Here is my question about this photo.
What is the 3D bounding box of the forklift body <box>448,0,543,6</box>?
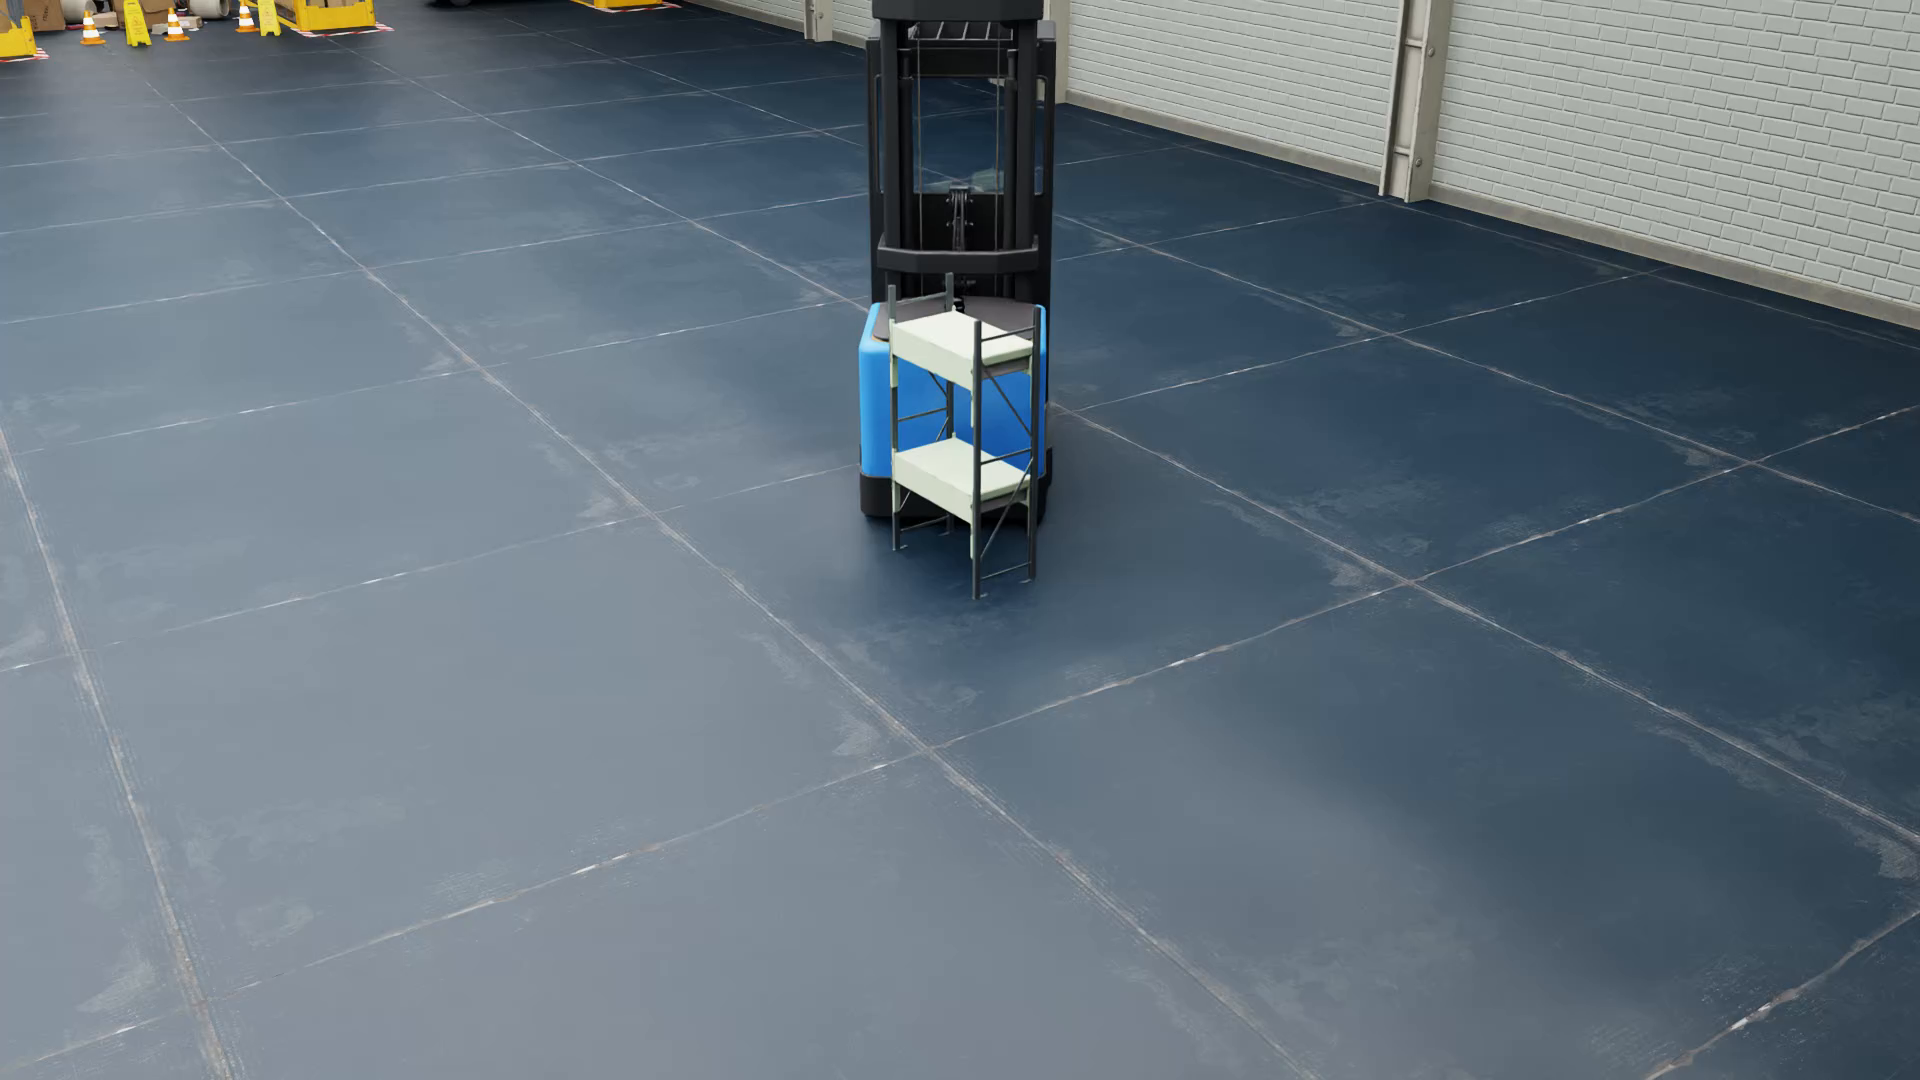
[{"bbox_3d":[-8.374,-10.602,29.189,2.313,2.155,1.214,-16,29,-30],"label":"forklift body"}]

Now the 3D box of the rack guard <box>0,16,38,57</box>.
[{"bbox_3d":[-14.046,-7.246,24.013,1.175,0.500,0.348,-16,29,-30],"label":"rack guard"}]

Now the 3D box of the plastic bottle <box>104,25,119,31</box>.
[{"bbox_3d":[-13.500,-8.146,26.434,0.283,0.061,0.133,18,31,33],"label":"plastic bottle"}]

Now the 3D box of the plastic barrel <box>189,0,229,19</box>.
[{"bbox_3d":[-12.363,-8.795,27.386,0.512,0.421,0.421,3,25,6],"label":"plastic barrel"}]

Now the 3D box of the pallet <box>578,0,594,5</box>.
[{"bbox_3d":[-6.262,-9.735,29.625,1.003,0.211,1.213,-16,29,-30],"label":"pallet"}]

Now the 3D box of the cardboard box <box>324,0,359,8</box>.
[{"bbox_3d":[-10.175,-8.874,27.263,0.500,0.250,0.500,-16,30,-30],"label":"cardboard box"}]

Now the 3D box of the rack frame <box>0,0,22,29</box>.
[{"bbox_3d":[-14.059,-8.385,23.498,1.000,3.000,0.127,-16,29,-30],"label":"rack frame"}]

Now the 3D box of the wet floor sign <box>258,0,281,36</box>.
[{"bbox_3d":[-10.759,-8.193,25.849,0.267,0.644,0.232,-6,26,-12],"label":"wet floor sign"}]

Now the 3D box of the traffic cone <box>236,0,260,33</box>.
[{"bbox_3d":[-11.282,-8.281,26.249,0.336,0.463,0.334,-16,29,-30],"label":"traffic cone"}]

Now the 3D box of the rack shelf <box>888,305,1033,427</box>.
[{"bbox_3d":[0.016,-0.896,8.476,0.431,0.370,0.720,-17,30,-32],"label":"rack shelf"}]

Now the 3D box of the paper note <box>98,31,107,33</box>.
[{"bbox_3d":[-13.470,-7.983,26.127,0.144,0.017,0.142,-6,26,-12],"label":"paper note"}]

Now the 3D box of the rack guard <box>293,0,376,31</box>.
[{"bbox_3d":[-10.008,-8.471,26.609,1.175,0.500,0.348,-16,29,-30],"label":"rack guard"}]

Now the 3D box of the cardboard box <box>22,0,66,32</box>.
[{"bbox_3d":[-14.535,-8.370,26.392,0.500,0.500,0.500,-10,27,-21],"label":"cardboard box"}]

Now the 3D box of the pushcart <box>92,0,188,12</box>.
[{"bbox_3d":[-14.033,-9.270,28.445,0.936,0.377,1.648,18,31,33],"label":"pushcart"}]

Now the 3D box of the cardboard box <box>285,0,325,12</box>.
[{"bbox_3d":[-10.646,-8.756,27.013,0.500,0.250,0.500,-16,29,-30],"label":"cardboard box"}]

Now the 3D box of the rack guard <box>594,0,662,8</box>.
[{"bbox_3d":[-5.797,-9.594,28.987,1.175,0.500,0.348,-16,29,-30],"label":"rack guard"}]

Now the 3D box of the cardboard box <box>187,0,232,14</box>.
[{"bbox_3d":[-12.705,-9.176,28.098,0.500,0.500,0.500,3,25,6],"label":"cardboard box"}]

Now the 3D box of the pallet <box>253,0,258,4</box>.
[{"bbox_3d":[-11.754,-9.512,29.153,1.003,0.211,1.213,-16,29,-30],"label":"pallet"}]

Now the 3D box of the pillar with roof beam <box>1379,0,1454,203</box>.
[{"bbox_3d":[0.784,-6.463,12.400,9.100,9.000,0.400,-16,29,-30],"label":"pillar with roof beam"}]

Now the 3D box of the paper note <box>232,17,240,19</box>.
[{"bbox_3d":[-11.960,-8.651,27.539,0.148,0.019,0.142,18,31,33],"label":"paper note"}]

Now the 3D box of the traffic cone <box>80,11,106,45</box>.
[{"bbox_3d":[-13.159,-7.759,25.143,0.336,0.463,0.334,-16,29,-30],"label":"traffic cone"}]

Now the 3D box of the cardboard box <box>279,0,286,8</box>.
[{"bbox_3d":[-10.910,-8.935,27.391,0.500,0.250,0.500,-15,29,-29],"label":"cardboard box"}]

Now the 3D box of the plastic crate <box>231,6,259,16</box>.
[{"bbox_3d":[-11.980,-8.932,28.078,0.583,0.080,0.402,18,31,33],"label":"plastic crate"}]

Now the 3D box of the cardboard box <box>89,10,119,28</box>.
[{"bbox_3d":[-13.761,-8.394,26.719,0.396,0.266,0.258,-10,27,-21],"label":"cardboard box"}]

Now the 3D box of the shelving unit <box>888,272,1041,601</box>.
[{"bbox_3d":[0.016,-0.543,8.643,0.431,1.500,0.755,-17,30,-32],"label":"shelving unit"}]

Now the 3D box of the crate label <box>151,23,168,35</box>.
[{"bbox_3d":[-12.508,-8.020,26.078,0.298,0.136,0.250,12,28,24],"label":"crate label"}]

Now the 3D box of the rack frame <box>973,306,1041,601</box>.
[{"bbox_3d":[0.233,-0.417,8.376,0.400,1.500,0.023,-17,30,-32],"label":"rack frame"}]

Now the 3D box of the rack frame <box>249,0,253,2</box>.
[{"bbox_3d":[-12.150,-11.005,29.049,1.000,3.000,0.127,-16,29,-30],"label":"rack frame"}]

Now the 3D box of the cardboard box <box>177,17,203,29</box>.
[{"bbox_3d":[-12.374,-8.283,26.622,0.380,0.149,0.250,-1,25,-3],"label":"cardboard box"}]

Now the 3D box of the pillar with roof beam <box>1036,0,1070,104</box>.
[{"bbox_3d":[-2.491,-8.609,16.946,9.100,9.000,0.400,-16,29,-30],"label":"pillar with roof beam"}]

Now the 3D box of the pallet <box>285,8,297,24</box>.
[{"bbox_3d":[-10.422,-8.640,27.304,1.003,0.211,1.213,-16,29,-30],"label":"pallet"}]

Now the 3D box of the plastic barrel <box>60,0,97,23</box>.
[{"bbox_3d":[-14.338,-8.602,26.976,0.512,0.421,0.421,3,25,6],"label":"plastic barrel"}]

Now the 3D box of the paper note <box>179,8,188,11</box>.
[{"bbox_3d":[-13.290,-9.075,28.439,0.148,0.019,0.142,-16,29,-30],"label":"paper note"}]

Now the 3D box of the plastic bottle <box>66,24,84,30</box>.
[{"bbox_3d":[-14.067,-8.174,26.494,0.133,0.061,0.283,18,31,33],"label":"plastic bottle"}]

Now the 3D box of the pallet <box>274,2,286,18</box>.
[{"bbox_3d":[-11.084,-9.075,28.227,1.003,0.211,1.213,-16,29,-30],"label":"pallet"}]

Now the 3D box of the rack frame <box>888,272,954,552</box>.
[{"bbox_3d":[-0.201,-0.669,8.910,0.400,1.500,0.023,-17,30,-32],"label":"rack frame"}]

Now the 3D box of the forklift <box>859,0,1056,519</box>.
[{"bbox_3d":[0.017,-2.032,10.122,1.130,2.935,3.031,1,25,2],"label":"forklift"}]

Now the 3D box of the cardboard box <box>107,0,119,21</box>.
[{"bbox_3d":[-13.564,-8.878,27.308,0.797,0.637,0.503,-16,29,-30],"label":"cardboard box"}]

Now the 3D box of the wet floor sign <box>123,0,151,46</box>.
[{"bbox_3d":[-12.384,-7.771,24.956,0.267,0.644,0.232,-22,33,-38],"label":"wet floor sign"}]

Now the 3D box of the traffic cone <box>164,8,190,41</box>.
[{"bbox_3d":[-12.027,-7.900,25.443,0.336,0.463,0.334,-16,29,-30],"label":"traffic cone"}]

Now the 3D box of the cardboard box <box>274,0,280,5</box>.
[{"bbox_3d":[-11.200,-9.120,27.785,0.500,0.250,0.500,-17,30,-31],"label":"cardboard box"}]

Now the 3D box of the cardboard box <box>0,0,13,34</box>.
[{"bbox_3d":[-14.484,-7.841,24.343,0.875,0.875,0.875,-15,29,-29],"label":"cardboard box"}]

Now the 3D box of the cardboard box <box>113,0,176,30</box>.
[{"bbox_3d":[-13.047,-8.484,26.632,0.637,0.503,0.797,7,26,15],"label":"cardboard box"}]

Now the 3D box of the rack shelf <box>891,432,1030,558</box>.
[{"bbox_3d":[0.016,-0.248,8.782,0.431,0.370,0.720,-17,30,-32],"label":"rack shelf"}]

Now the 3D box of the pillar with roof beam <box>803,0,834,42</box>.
[{"bbox_3d":[-5.766,-10.755,21.492,9.100,9.000,0.400,-16,29,-30],"label":"pillar with roof beam"}]

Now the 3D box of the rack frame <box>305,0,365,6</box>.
[{"bbox_3d":[-9.967,-9.575,26.018,1.000,3.000,0.127,-16,29,-30],"label":"rack frame"}]

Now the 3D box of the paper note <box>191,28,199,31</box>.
[{"bbox_3d":[-12.150,-8.106,26.386,0.142,0.019,0.148,18,31,33],"label":"paper note"}]

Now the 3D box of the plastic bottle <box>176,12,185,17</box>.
[{"bbox_3d":[-13.017,-8.778,27.773,0.133,0.061,0.283,-10,27,-21],"label":"plastic bottle"}]
